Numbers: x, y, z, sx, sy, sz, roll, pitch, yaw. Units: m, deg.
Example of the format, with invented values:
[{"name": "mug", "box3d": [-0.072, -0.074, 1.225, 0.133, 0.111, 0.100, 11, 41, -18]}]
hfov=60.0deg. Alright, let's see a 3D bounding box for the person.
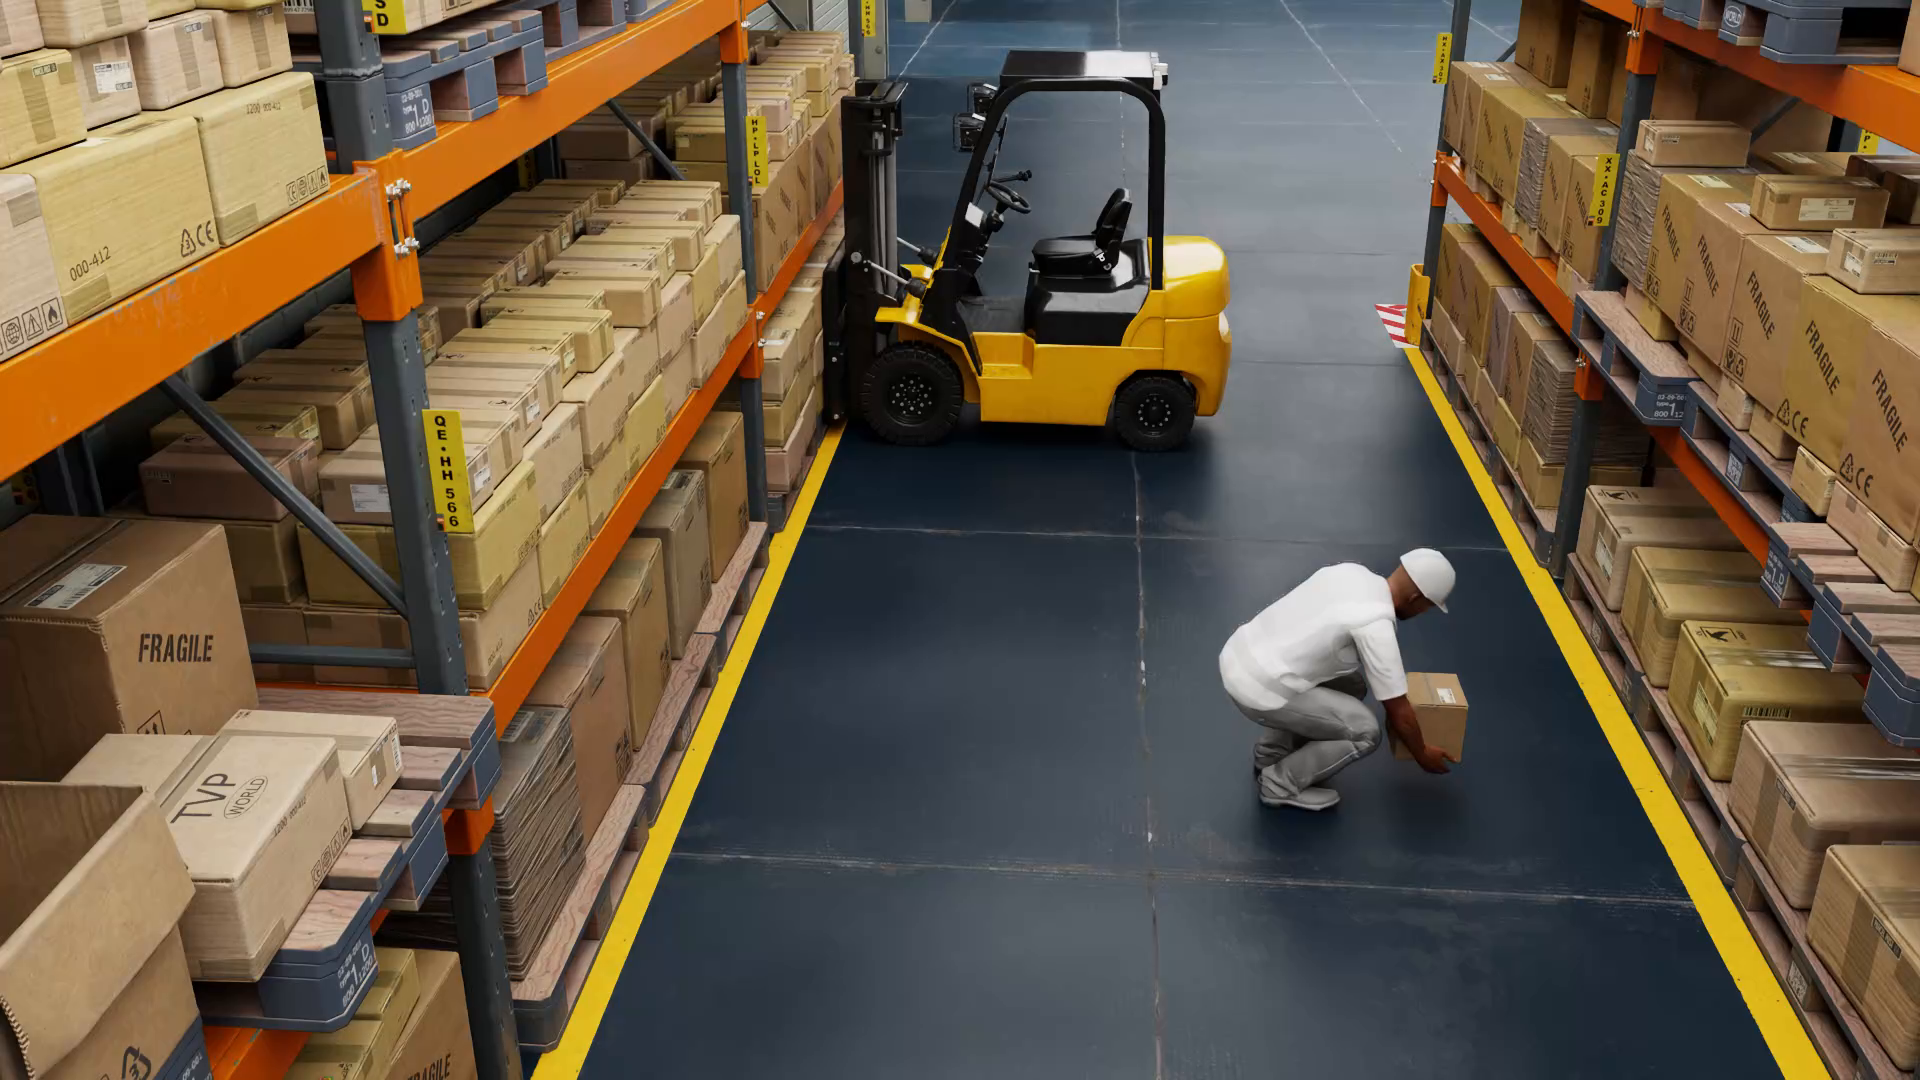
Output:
[{"name": "person", "box3d": [1.452, 0.498, 6.403, 0.898, 1.008, 0.583, 2, 24, 4]}]
